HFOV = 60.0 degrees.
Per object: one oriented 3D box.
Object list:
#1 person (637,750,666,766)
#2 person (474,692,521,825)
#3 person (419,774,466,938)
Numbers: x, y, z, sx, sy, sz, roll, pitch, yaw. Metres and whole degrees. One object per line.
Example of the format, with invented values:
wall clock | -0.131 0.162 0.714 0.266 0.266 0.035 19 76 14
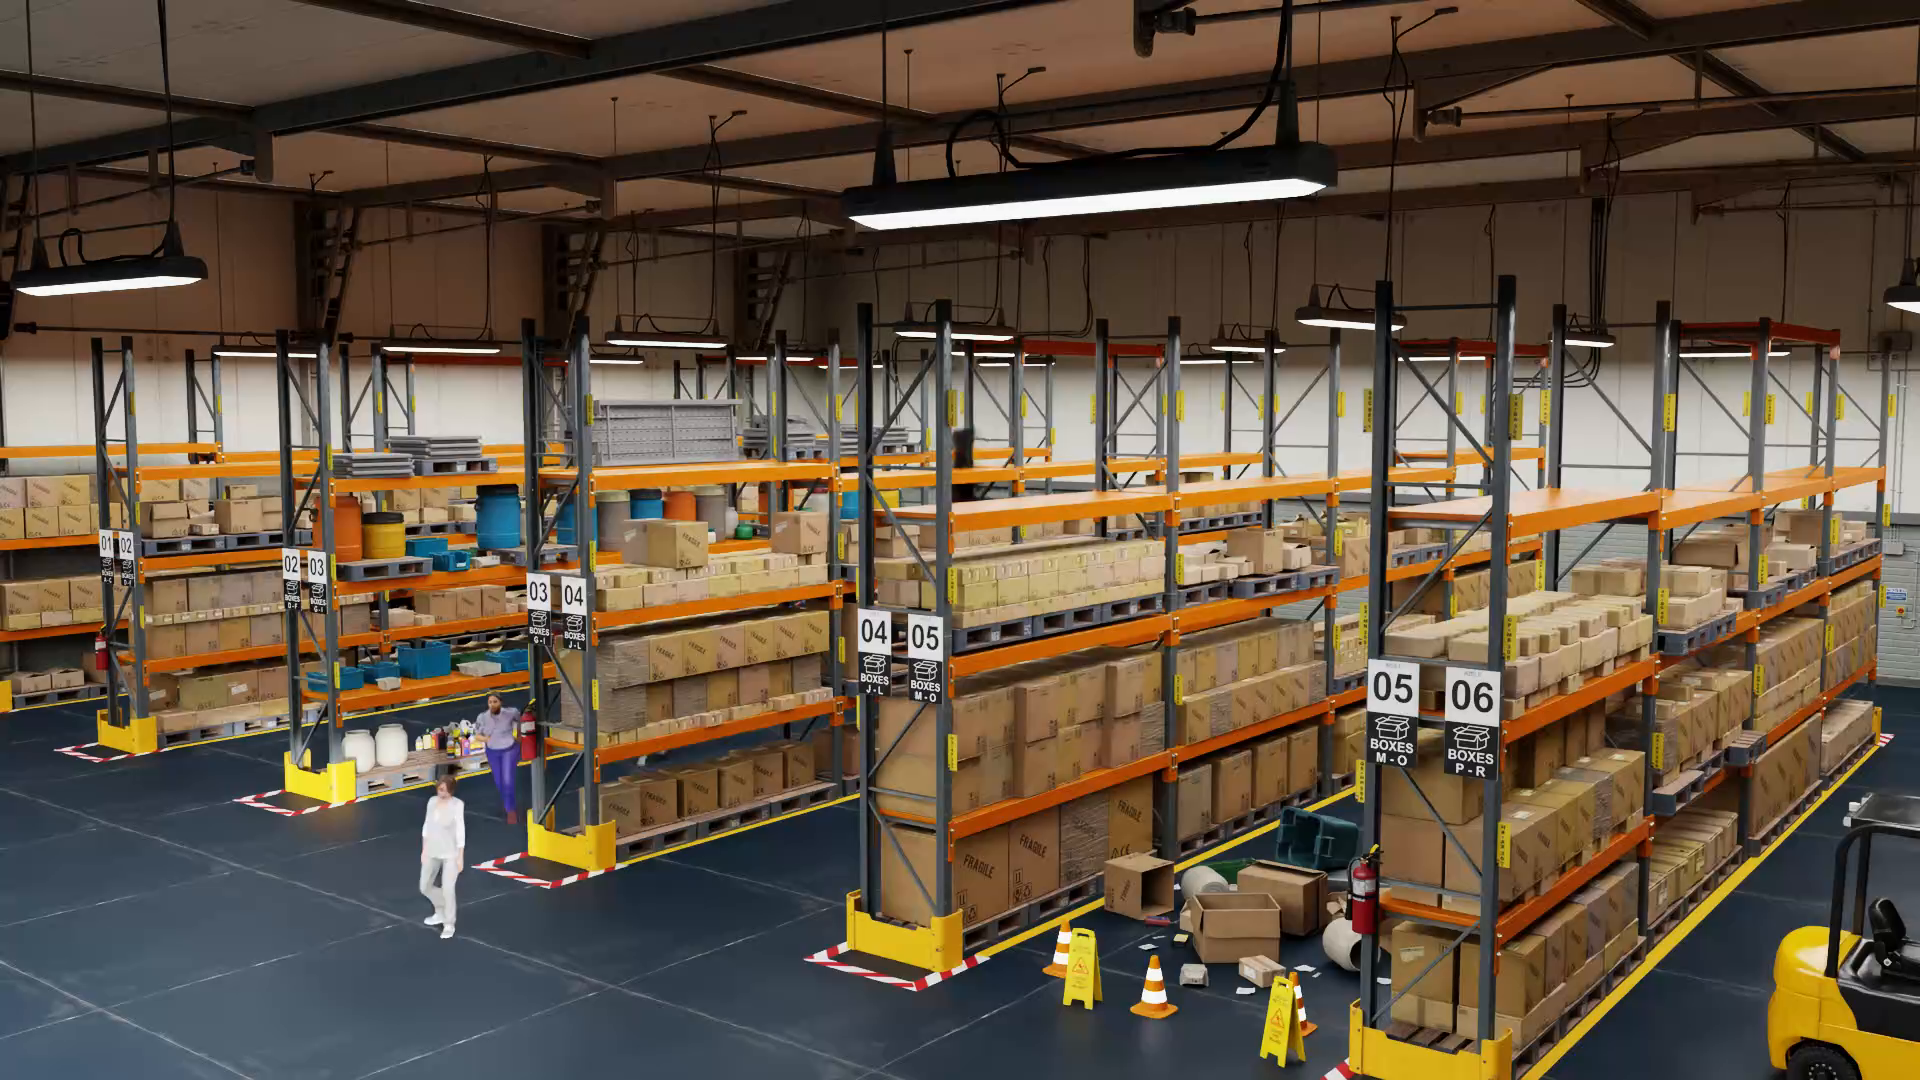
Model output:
person | -4.473 2.294 23.487 0.713 1.746 0.686 1 5 10
person | -5.574 2.612 20.206 0.535 1.603 0.926 0 5 2
person | -4.942 2.997 15.890 0.538 1.579 0.432 1 5 13
